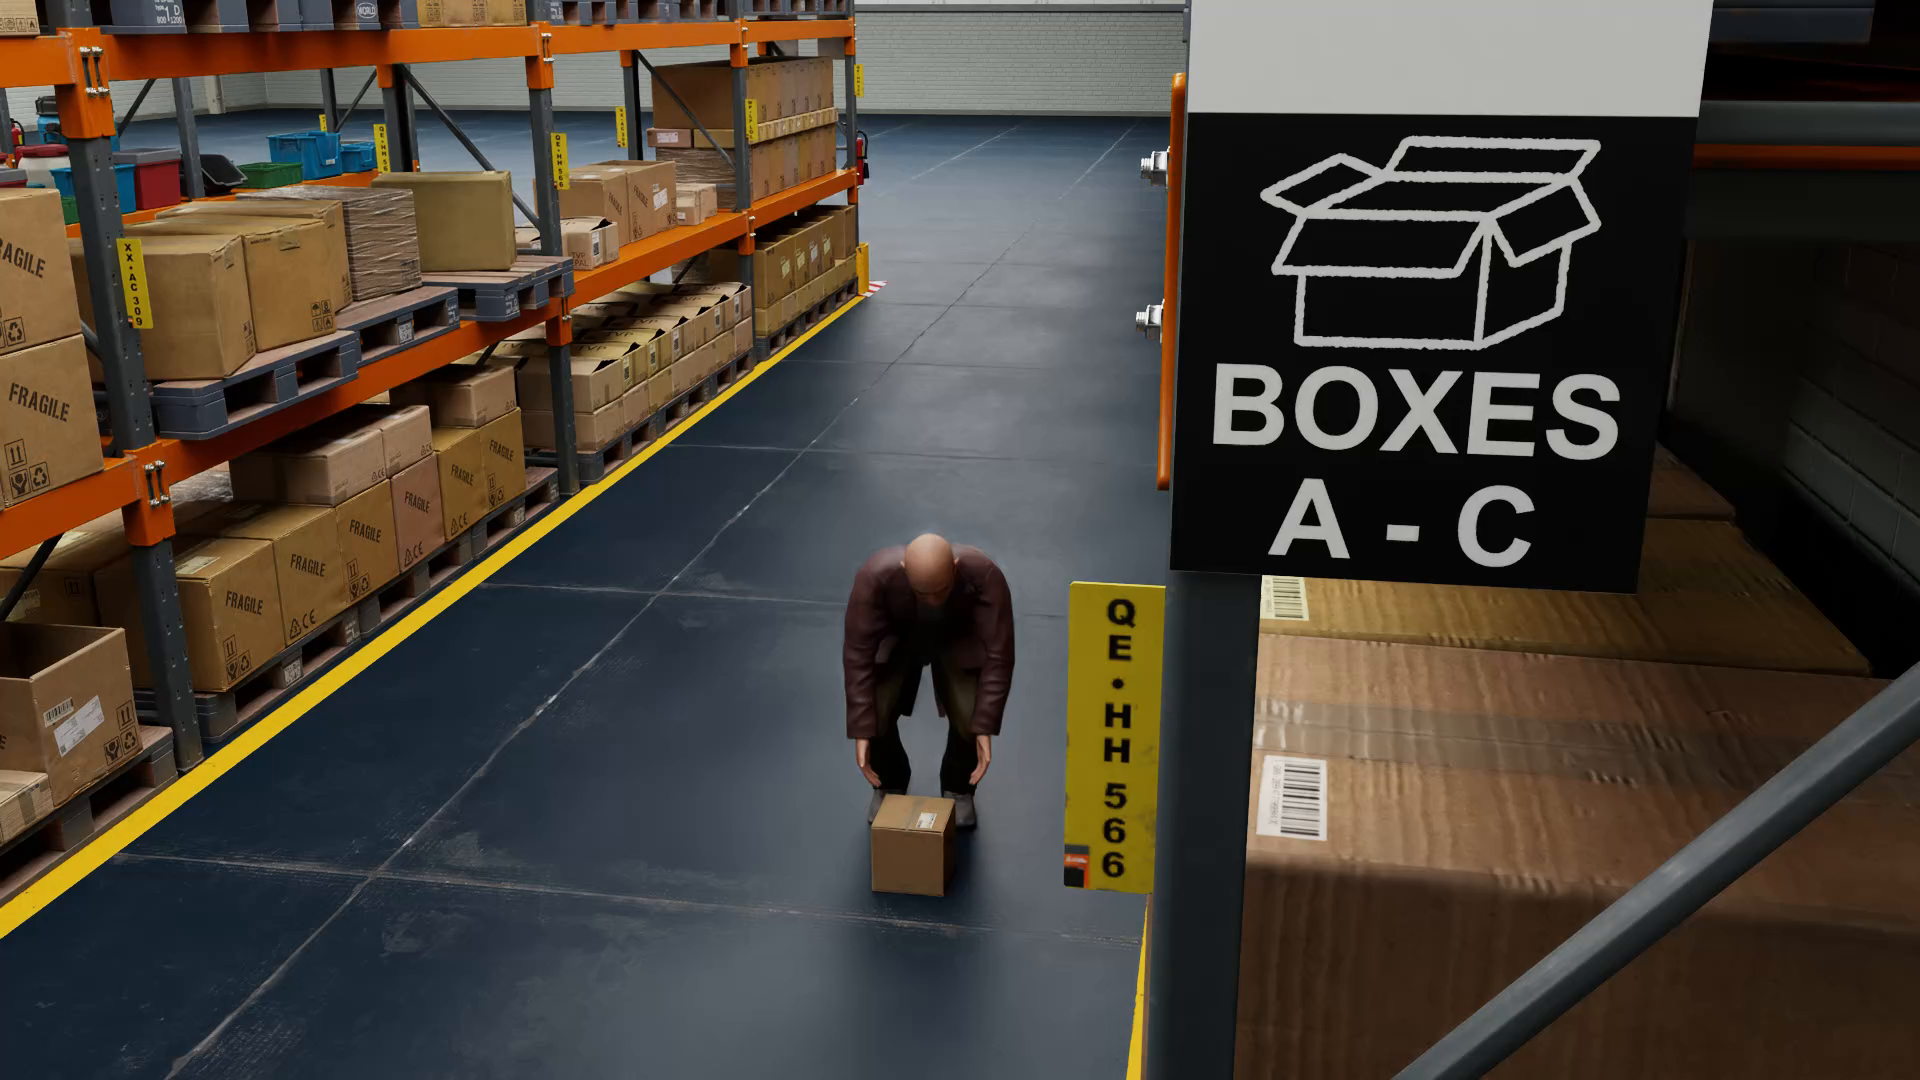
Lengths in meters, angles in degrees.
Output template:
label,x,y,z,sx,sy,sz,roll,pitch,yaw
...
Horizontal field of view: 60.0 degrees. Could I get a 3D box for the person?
label,x,y,z,sx,sy,sz,roll,pitch,yaw
person,-0.109,0.470,6.044,0.629,1.207,0.815,1,18,4
